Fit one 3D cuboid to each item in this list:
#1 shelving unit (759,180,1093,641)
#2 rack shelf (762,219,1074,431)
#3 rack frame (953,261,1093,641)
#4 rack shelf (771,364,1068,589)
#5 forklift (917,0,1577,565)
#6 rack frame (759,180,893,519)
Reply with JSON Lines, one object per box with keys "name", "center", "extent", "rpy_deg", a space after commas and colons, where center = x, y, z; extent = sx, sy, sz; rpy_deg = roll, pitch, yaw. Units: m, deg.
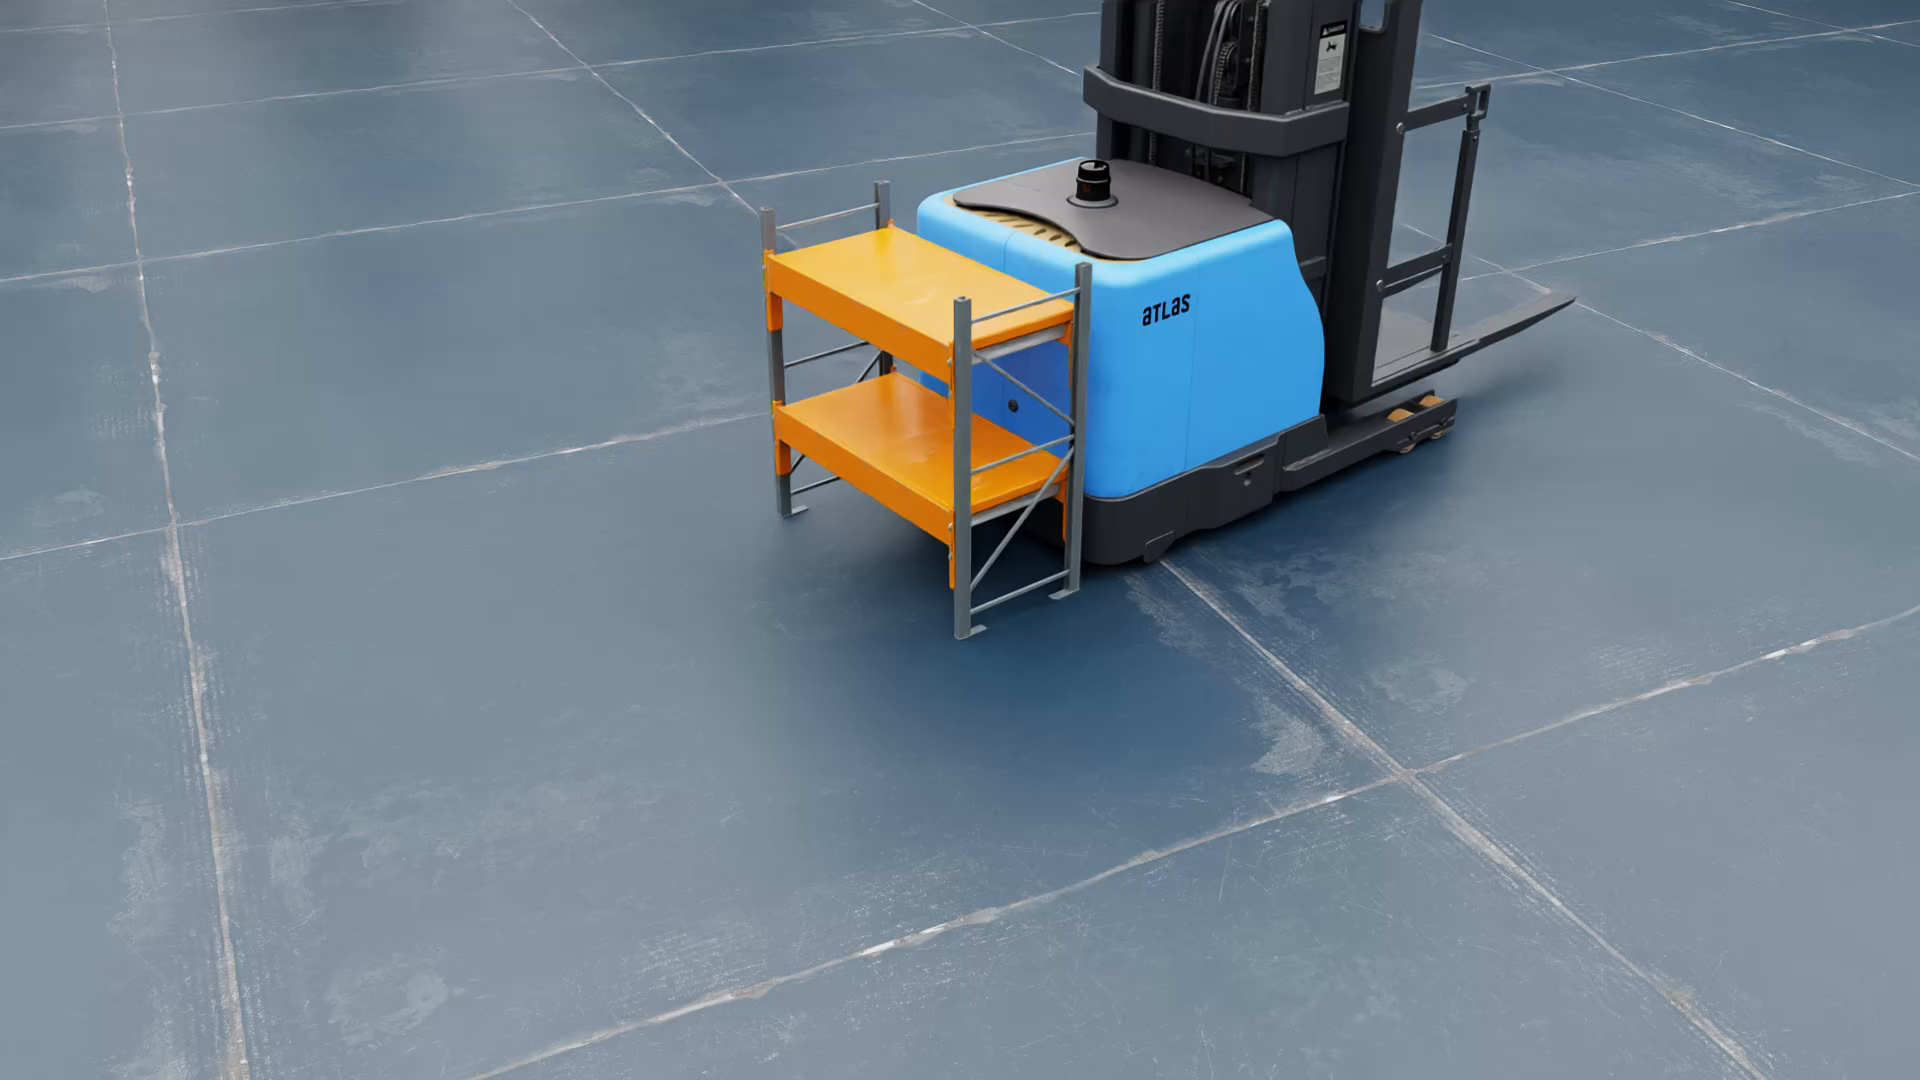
{"name": "shelving unit", "center": [-0.128, -0.451, 5.404], "extent": [0.538, 1.125, 1.048], "rpy_deg": [-21, 36, -33]}
{"name": "rack shelf", "center": [-0.128, -0.706, 5.261], "extent": [0.538, 0.278, 1.000], "rpy_deg": [-21, 36, -33]}
{"name": "rack frame", "center": [0.186, -0.256, 5.056], "extent": [0.500, 1.125, 0.032], "rpy_deg": [-21, 36, -33]}
{"name": "rack shelf", "center": [-0.128, -0.238, 5.524], "extent": [0.538, 0.278, 1.000], "rpy_deg": [-21, 36, -33]}
{"name": "forklift", "center": [1.292, -1.785, 5.937], "extent": [3.031, 2.935, 1.130], "rpy_deg": [-22, 36, -34]}
{"name": "rack frame", "center": [-0.443, -0.646, 5.752], "extent": [0.500, 1.125, 0.032], "rpy_deg": [-21, 36, -33]}
